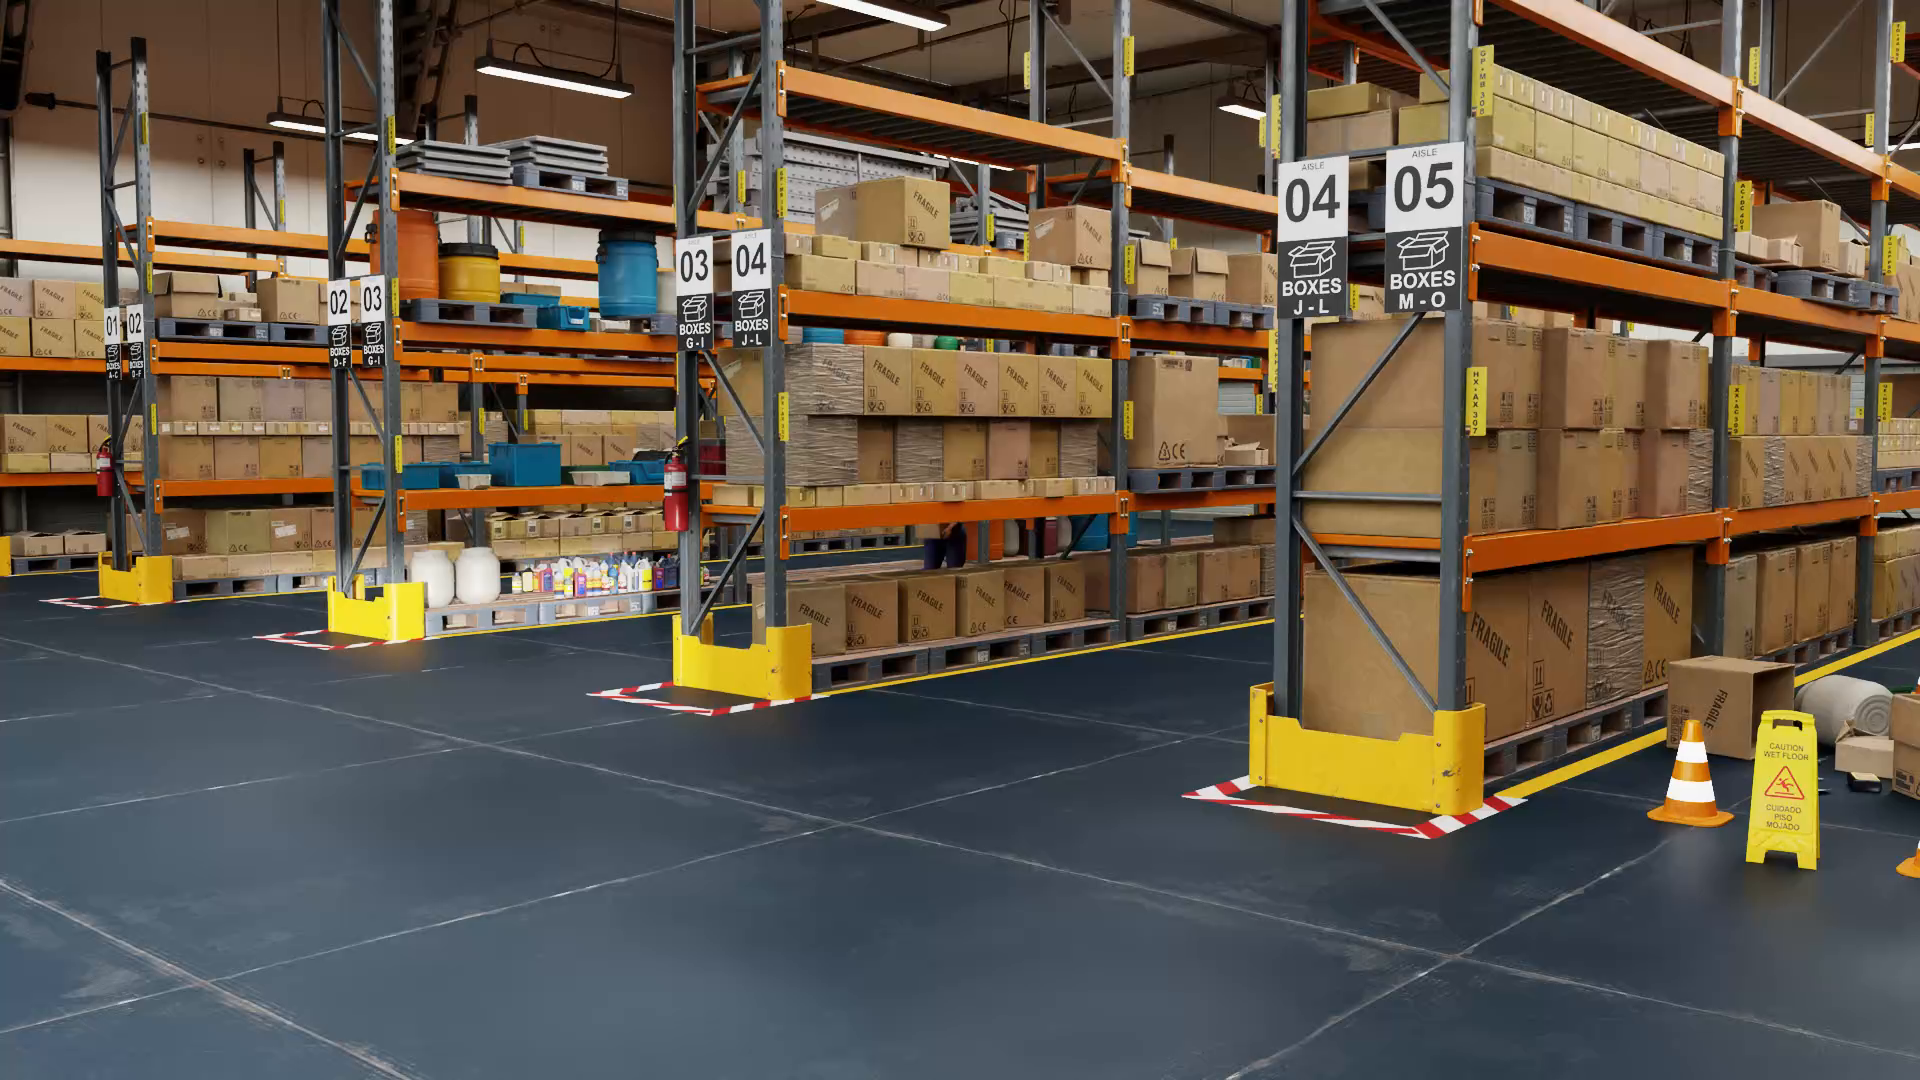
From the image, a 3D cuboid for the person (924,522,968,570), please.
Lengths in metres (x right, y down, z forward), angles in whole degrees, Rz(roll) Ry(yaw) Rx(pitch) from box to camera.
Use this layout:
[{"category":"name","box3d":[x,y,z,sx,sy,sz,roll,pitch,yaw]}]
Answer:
[{"category":"person","box3d":[-0.165,0.007,15.588,0.452,1.634,0.523,2,4,25]}]
